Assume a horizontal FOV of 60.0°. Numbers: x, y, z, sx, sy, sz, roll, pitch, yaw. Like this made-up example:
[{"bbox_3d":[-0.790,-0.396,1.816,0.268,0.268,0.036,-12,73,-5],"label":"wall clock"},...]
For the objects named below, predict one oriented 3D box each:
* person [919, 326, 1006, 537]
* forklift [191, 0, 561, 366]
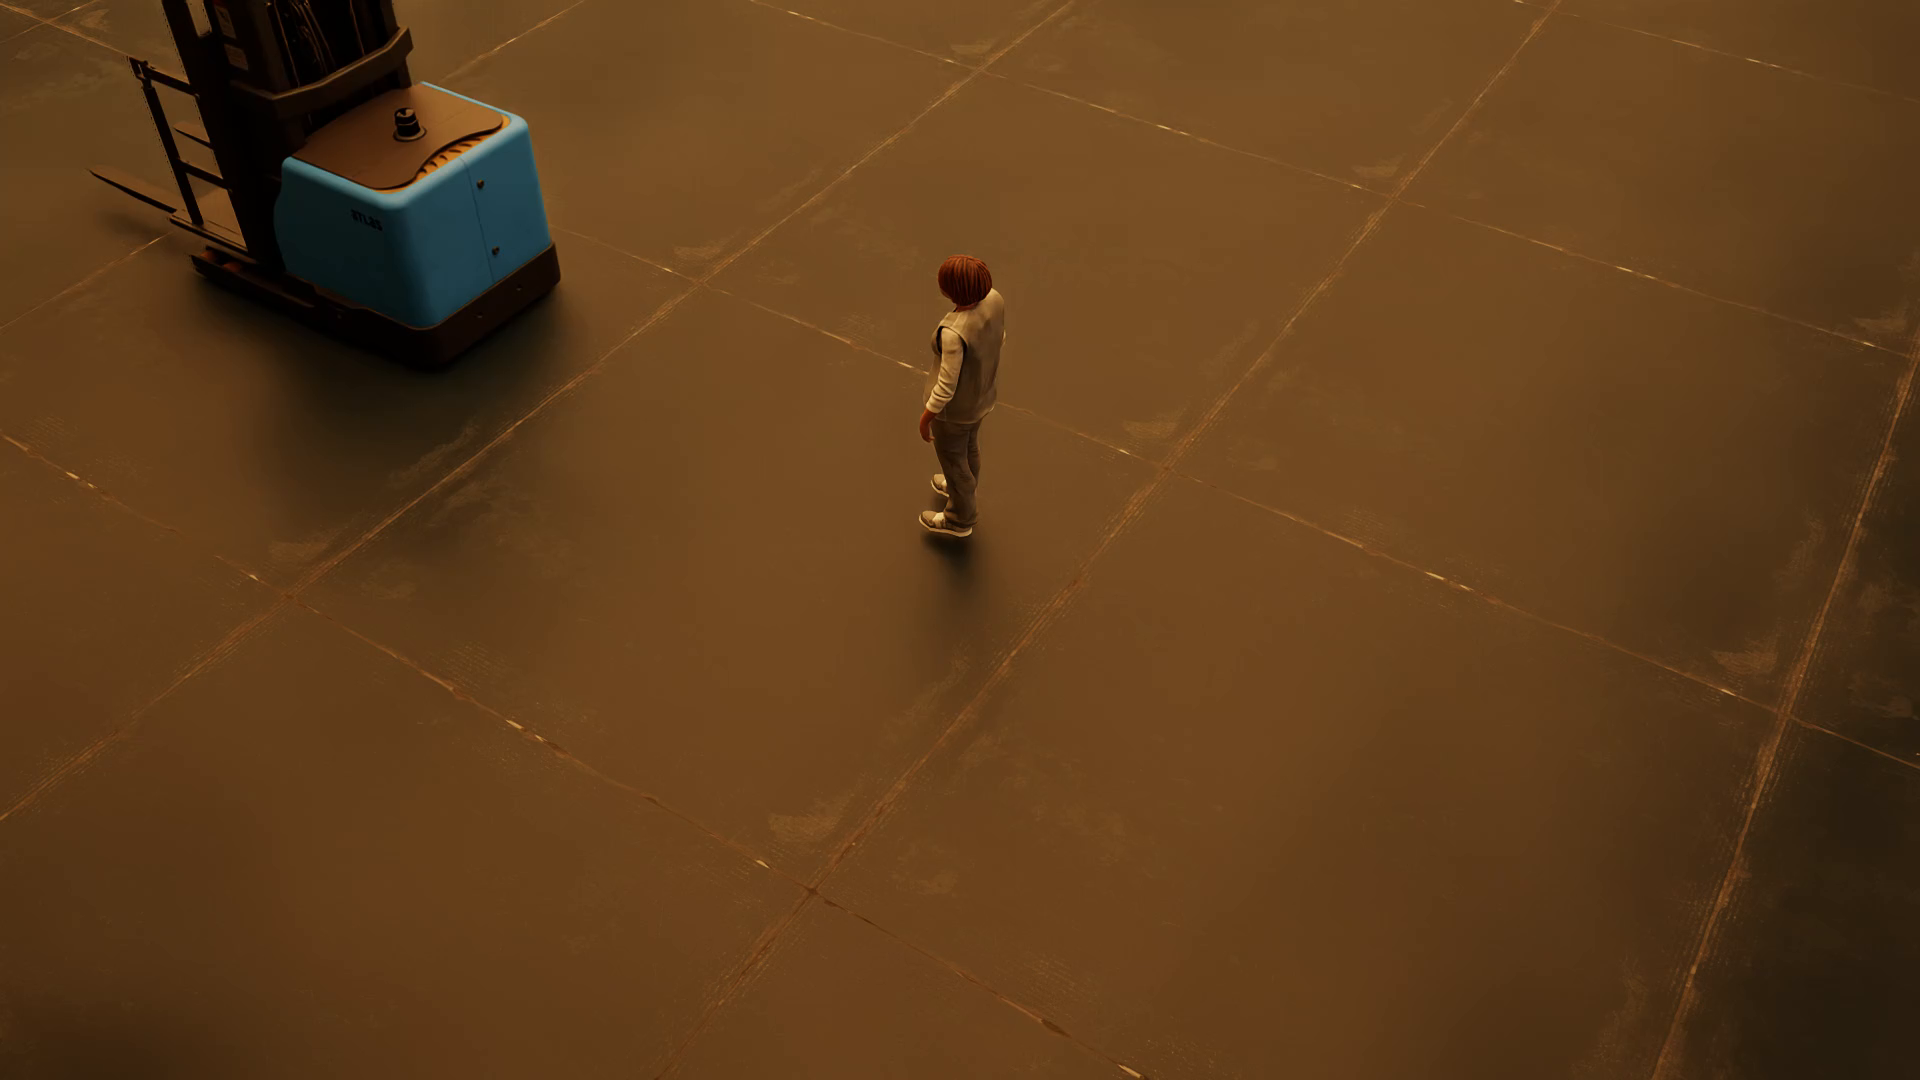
[{"bbox_3d":[-0.060,-0.566,7.518,0.461,1.360,0.520,24,48,23],"label":"person"},{"bbox_3d":[-3.785,-2.770,8.770,3.031,2.935,1.130,24,48,23],"label":"forklift"}]
